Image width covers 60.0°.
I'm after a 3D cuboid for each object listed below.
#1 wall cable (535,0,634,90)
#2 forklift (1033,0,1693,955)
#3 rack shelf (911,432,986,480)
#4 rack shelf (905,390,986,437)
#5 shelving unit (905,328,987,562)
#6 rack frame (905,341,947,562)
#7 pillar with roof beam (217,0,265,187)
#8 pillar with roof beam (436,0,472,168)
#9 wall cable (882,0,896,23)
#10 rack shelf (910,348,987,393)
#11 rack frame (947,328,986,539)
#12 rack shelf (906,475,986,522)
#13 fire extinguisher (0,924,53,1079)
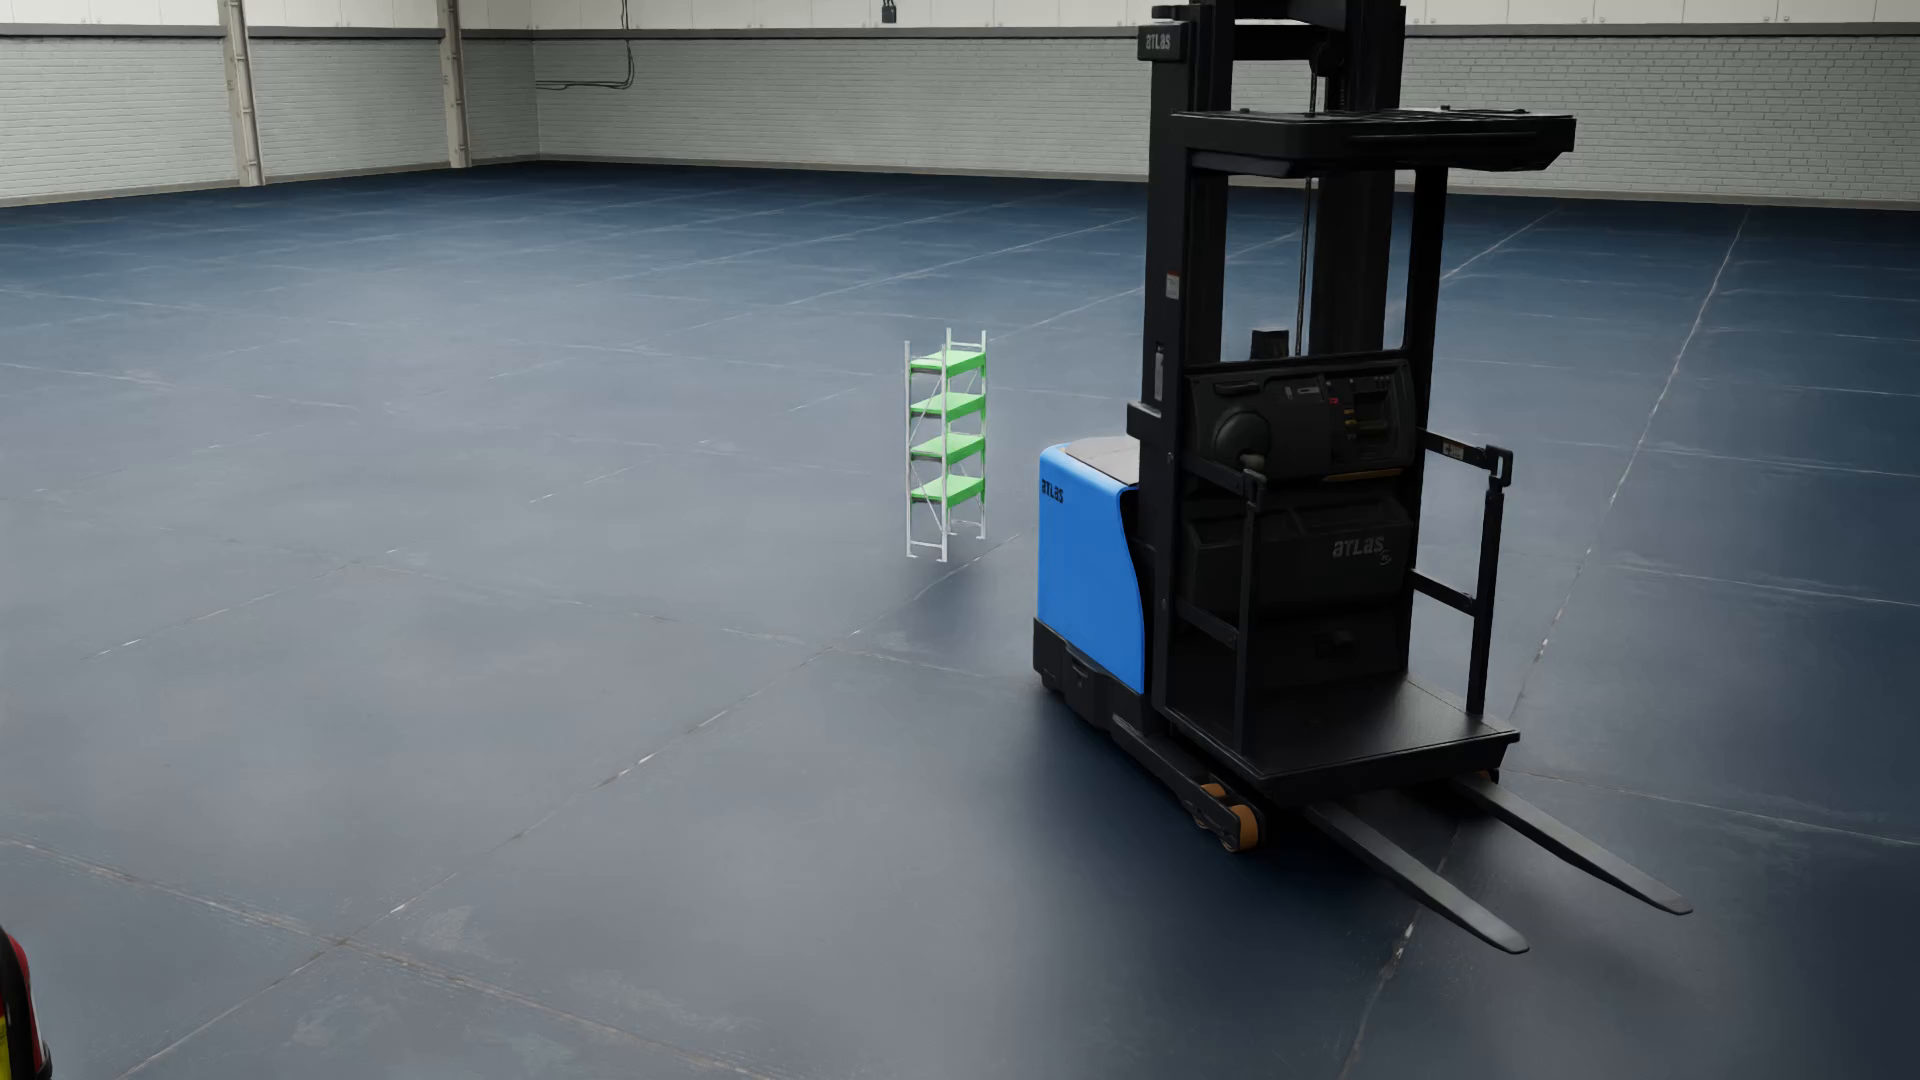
[{"bbox_3d":[-9.143,-12.106,39.931,3.097,2.526,0.112,8,18,25],"label":"wall cable"},{"bbox_3d":[1.337,-0.444,5.871,1.130,2.935,3.031,-6,18,-21],"label":"forklift"},{"bbox_3d":[-0.074,-0.472,9.230,0.258,0.148,0.480,8,18,25],"label":"rack shelf"},{"bbox_3d":[-0.074,-0.702,9.161,0.258,0.148,0.480,8,18,25],"label":"rack shelf"},{"bbox_3d":[-0.074,-0.533,9.212,0.258,1.200,0.503,8,18,25],"label":"shelving unit"},{"bbox_3d":[-0.183,-0.471,9.002,0.240,1.200,0.015,8,18,25],"label":"rack frame"},{"bbox_3d":[-10.473,-10.936,30.539,9.100,9.000,0.400,8,18,25],"label":"pillar with roof beam"},{"bbox_3d":[-7.791,-12.464,35.685,9.100,9.000,0.400,8,18,25],"label":"pillar with roof beam"},{"bbox_3d":[-0.658,-14.013,34.924,2.305,6.003,0.169,8,18,25],"label":"wall cable"},{"bbox_3d":[-0.074,-0.932,9.093,0.258,0.148,0.480,8,18,25],"label":"rack shelf"},{"bbox_3d":[0.035,-0.595,9.421,0.240,1.200,0.015,8,18,25],"label":"rack frame"},{"bbox_3d":[-0.074,-0.242,9.298,0.258,0.148,0.480,8,18,25],"label":"rack shelf"},{"bbox_3d":[-1.294,0.661,2.165,0.296,0.674,0.183,8,18,25],"label":"fire extinguisher"}]
